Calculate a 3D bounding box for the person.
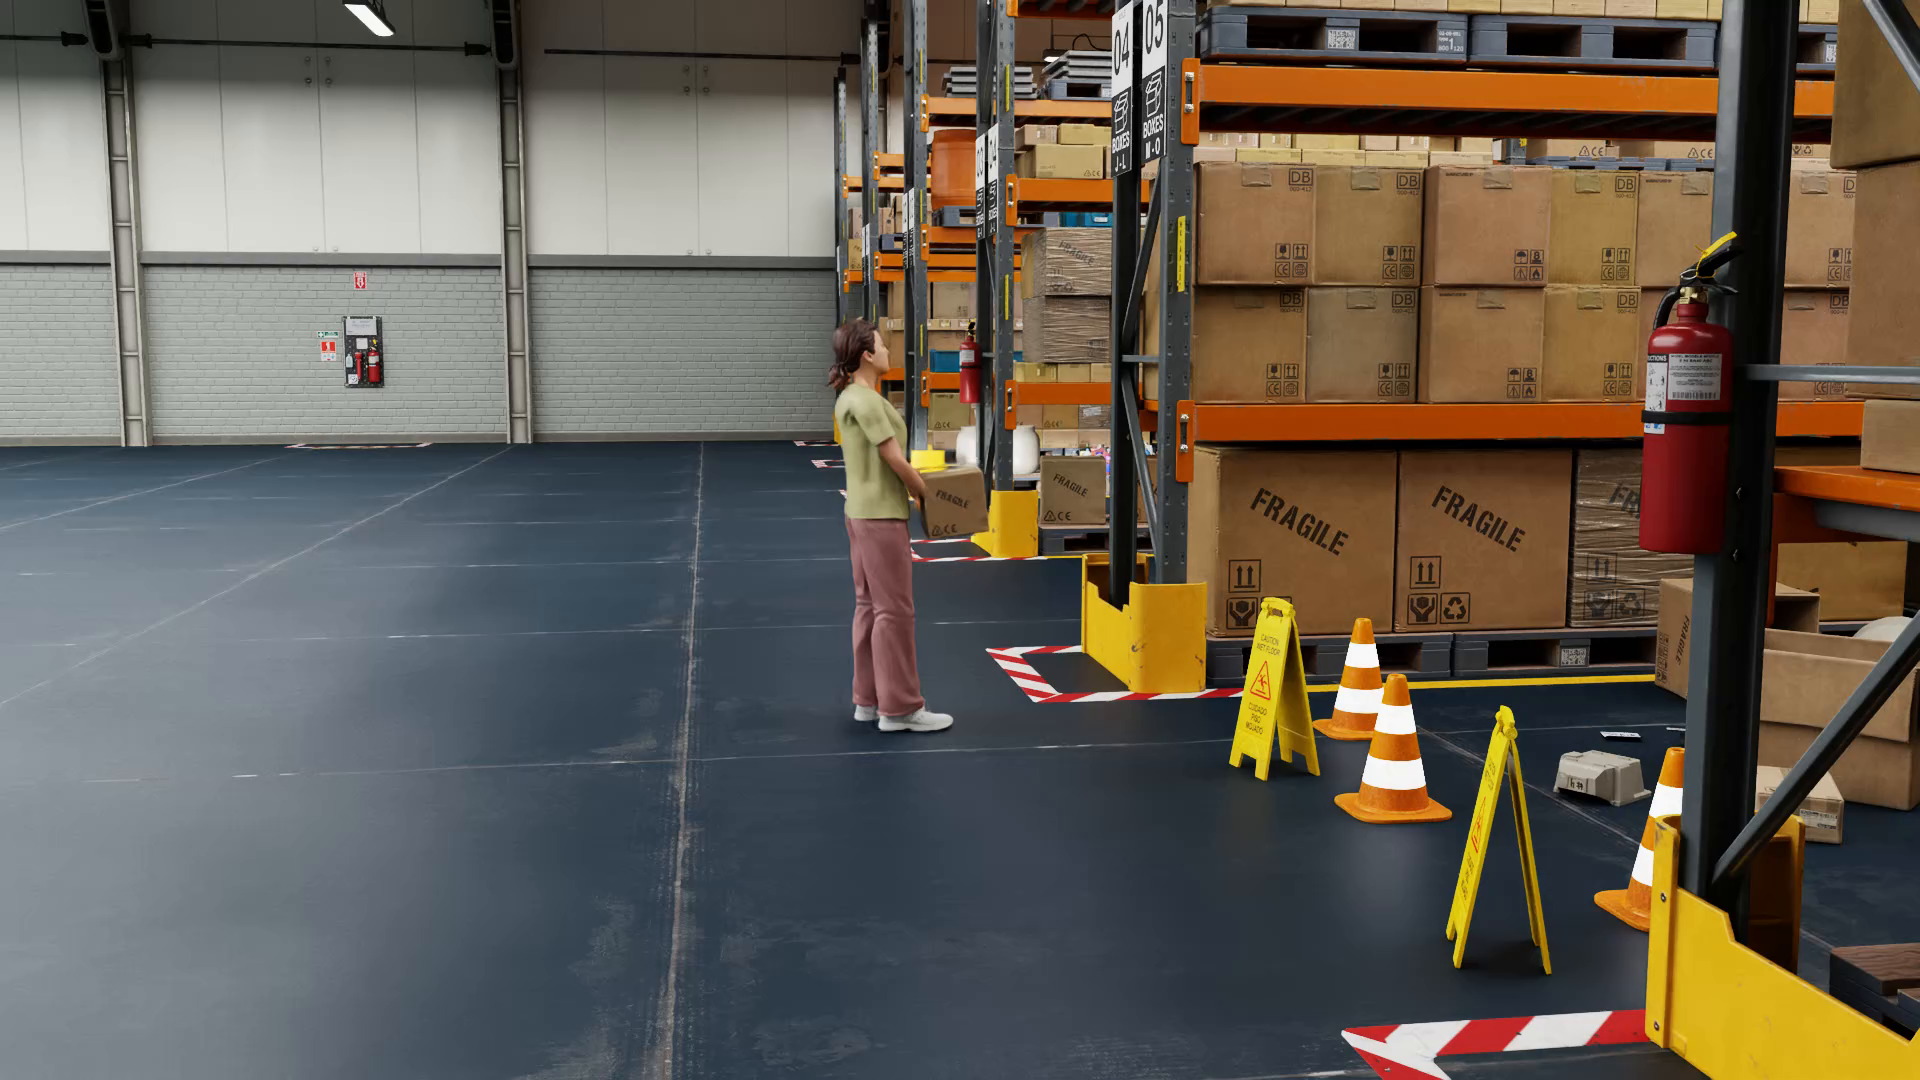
[{"bbox_3d":[-0.297,-0.068,6.888,0.519,1.676,0.475,-2,7,-14],"label":"person"}]
